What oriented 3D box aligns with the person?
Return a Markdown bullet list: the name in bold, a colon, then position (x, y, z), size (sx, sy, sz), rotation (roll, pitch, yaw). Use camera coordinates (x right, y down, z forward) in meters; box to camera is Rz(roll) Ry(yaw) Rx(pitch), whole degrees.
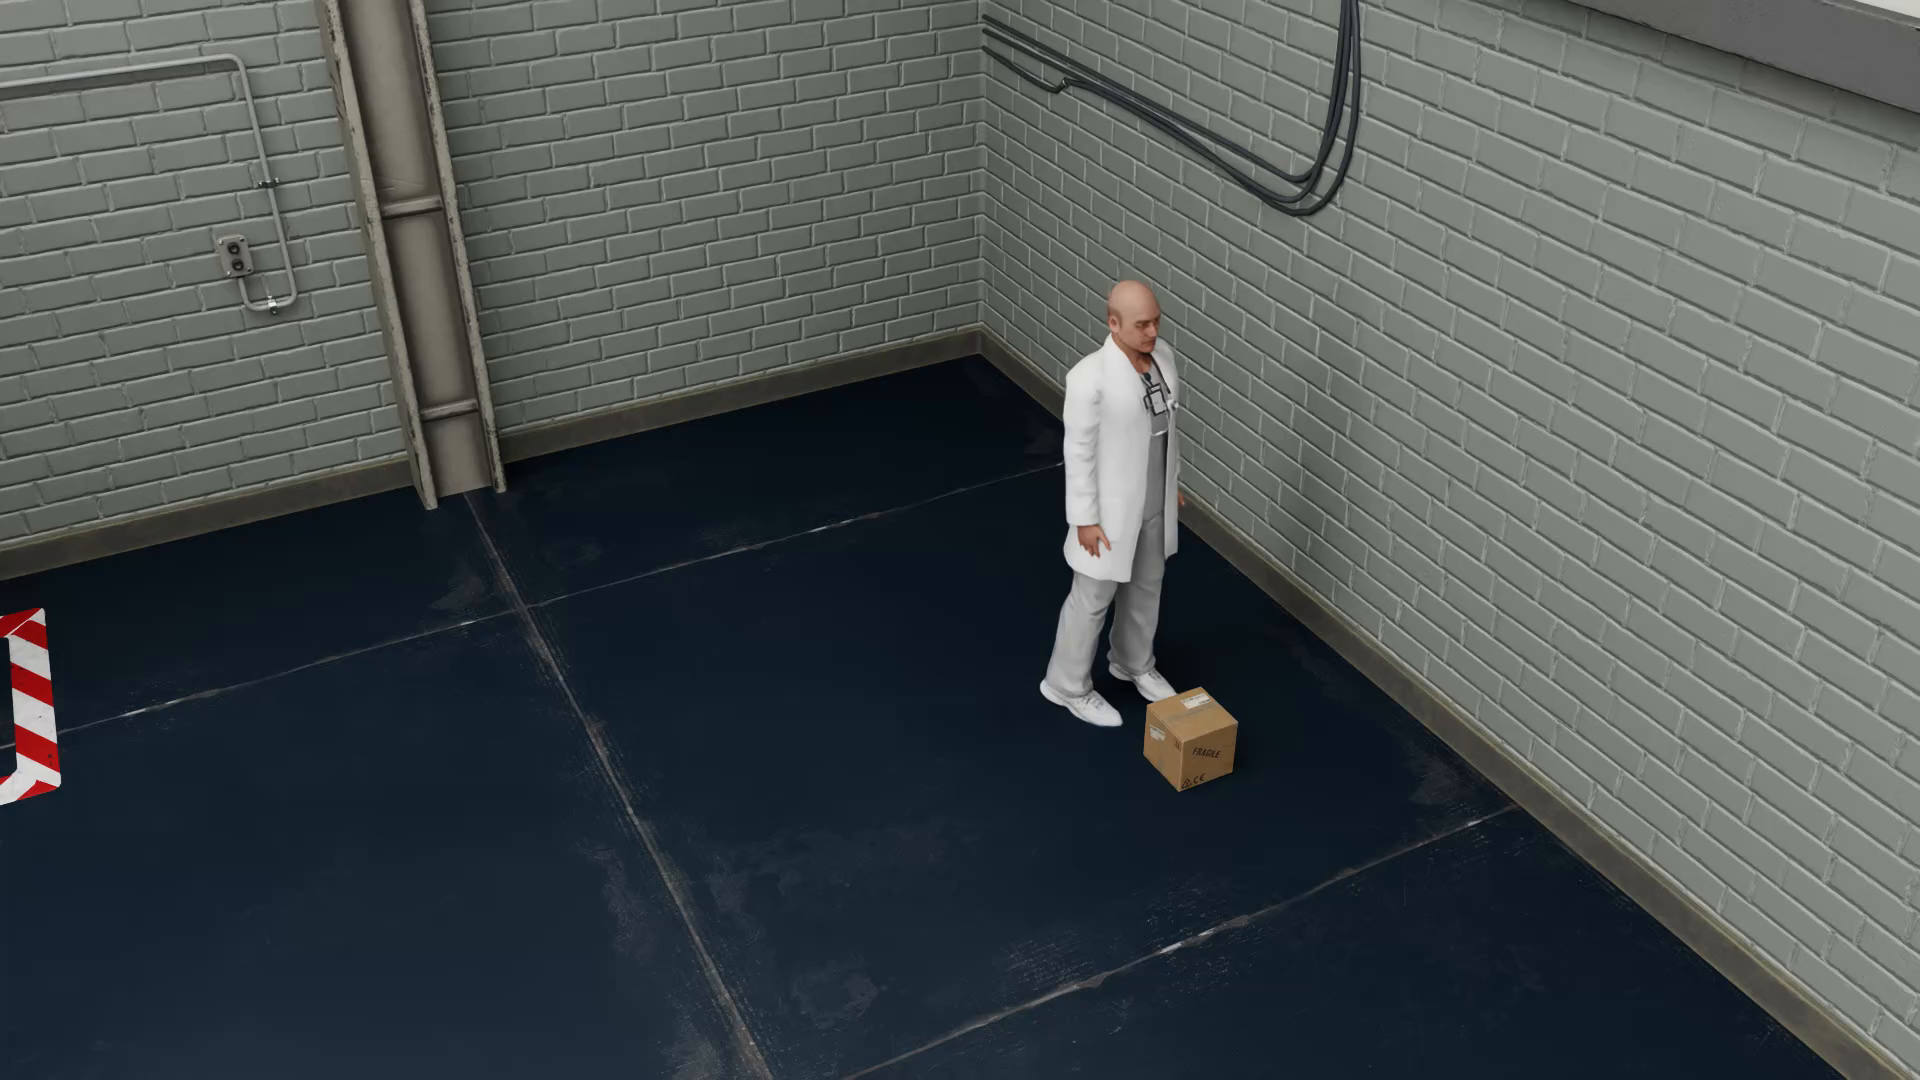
- **person**: position (0.674, -0.115, 6.340), size (0.624, 1.818, 0.436), rotation (-25, 40, -33)
